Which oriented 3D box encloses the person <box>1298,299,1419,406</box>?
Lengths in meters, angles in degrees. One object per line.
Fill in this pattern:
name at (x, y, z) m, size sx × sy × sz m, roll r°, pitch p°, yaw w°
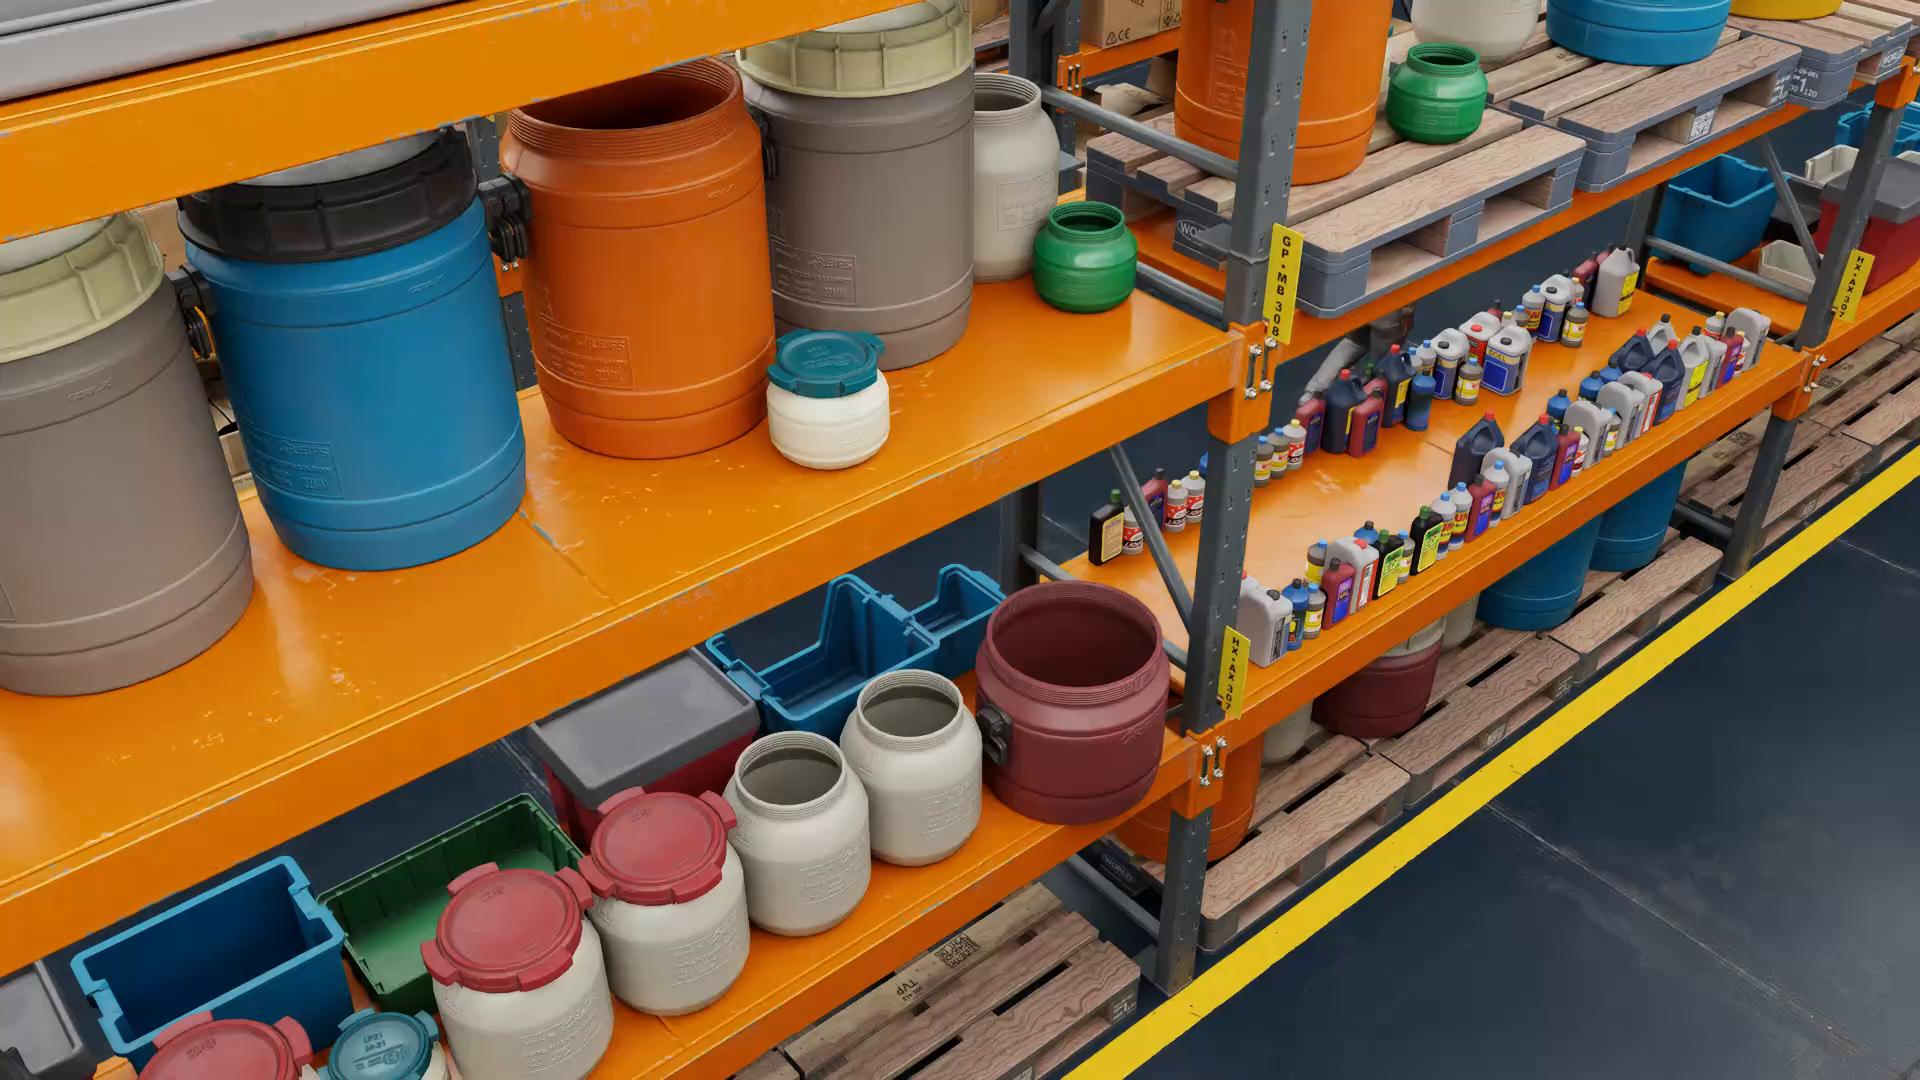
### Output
person at (2.172, -1.287, 8.809) m, size 0.567 × 1.761 × 0.548 m, roll -25°, pitch 43°, yaw -31°
